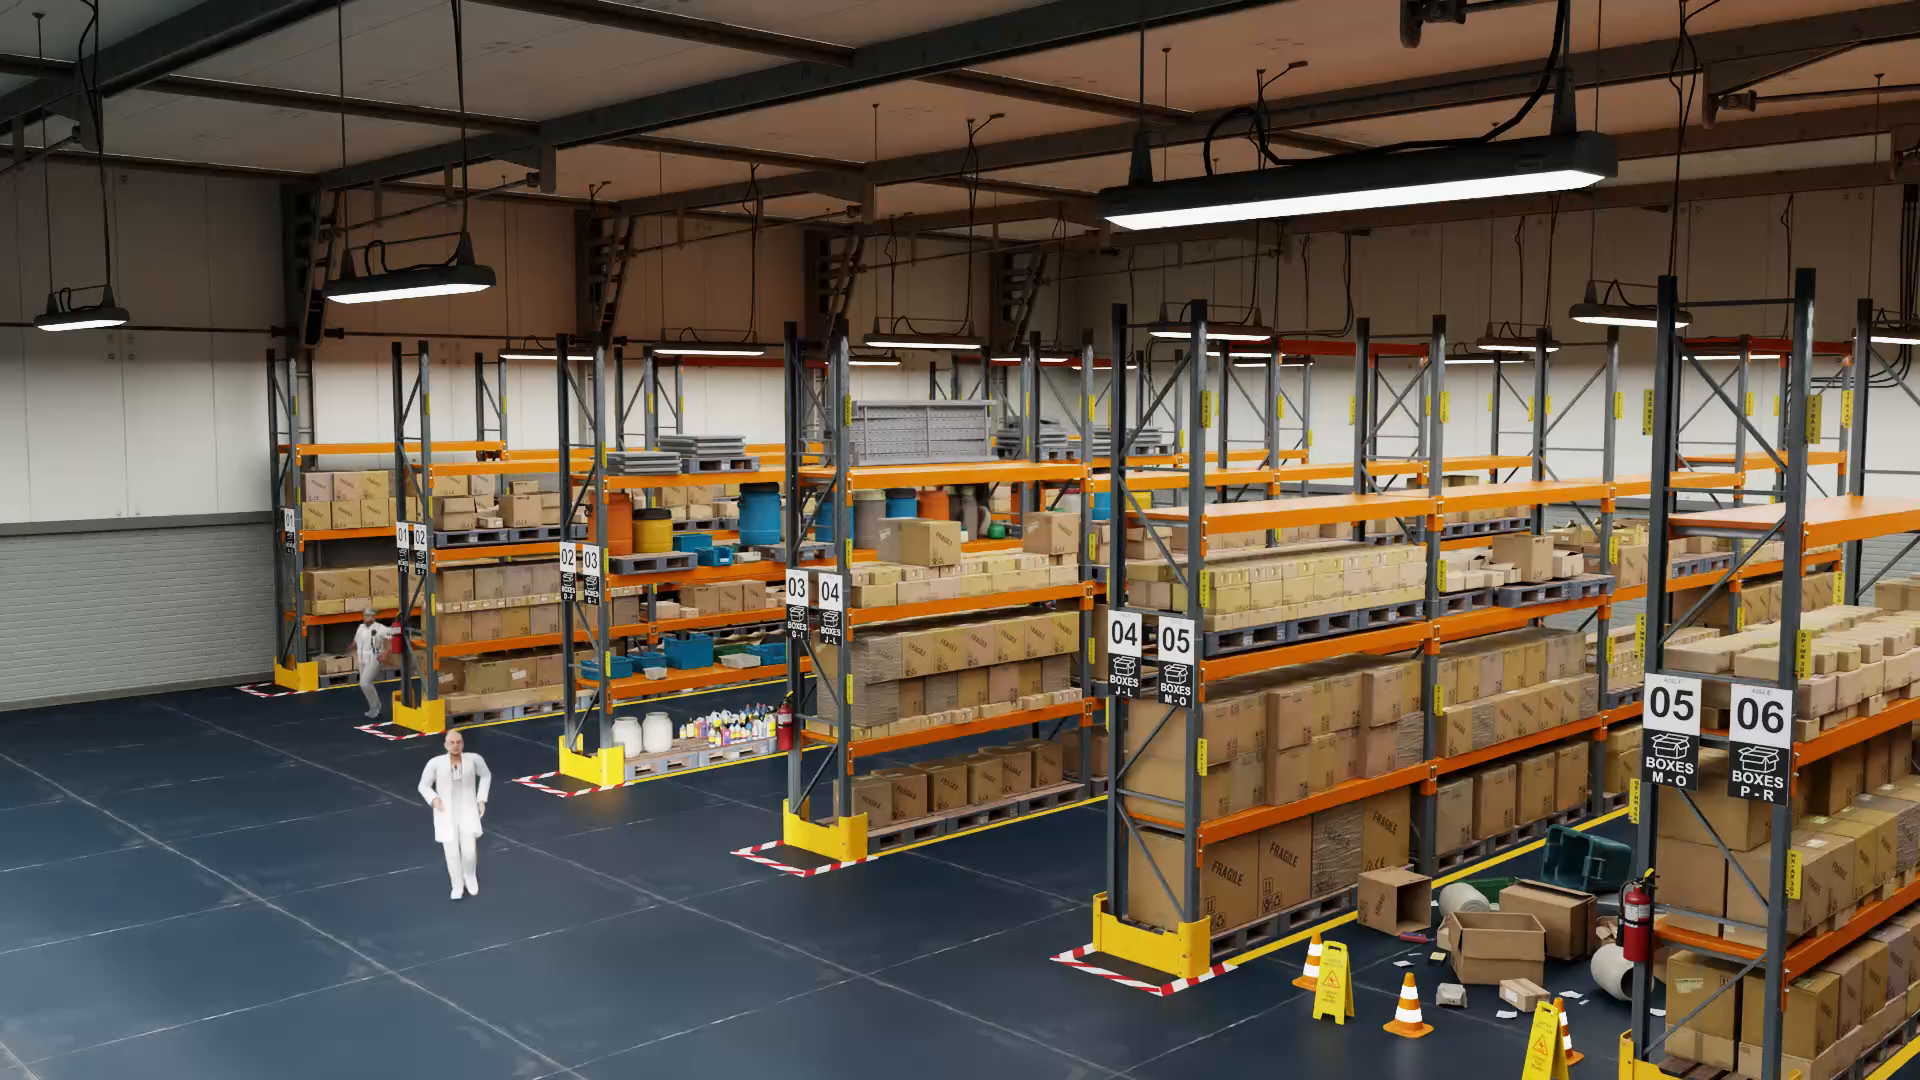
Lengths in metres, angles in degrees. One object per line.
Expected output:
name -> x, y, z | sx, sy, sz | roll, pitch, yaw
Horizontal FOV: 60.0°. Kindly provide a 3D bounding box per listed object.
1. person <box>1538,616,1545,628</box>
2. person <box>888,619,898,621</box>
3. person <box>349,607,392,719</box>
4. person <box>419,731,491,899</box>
person -> 9.260, 1.993, 26.764 | 0.566, 1.651, 0.970 | 4, 7, 41
person -> -1.191, 1.875, 28.332 | 0.550, 1.724, 0.720 | 5, 7, 44
person -> -9.534, 1.970, 26.790 | 0.684, 1.807, 0.648 | 2, 6, 27
person -> -5.150, 2.822, 16.989 | 0.714, 1.742, 0.635 | -1, 5, -16
